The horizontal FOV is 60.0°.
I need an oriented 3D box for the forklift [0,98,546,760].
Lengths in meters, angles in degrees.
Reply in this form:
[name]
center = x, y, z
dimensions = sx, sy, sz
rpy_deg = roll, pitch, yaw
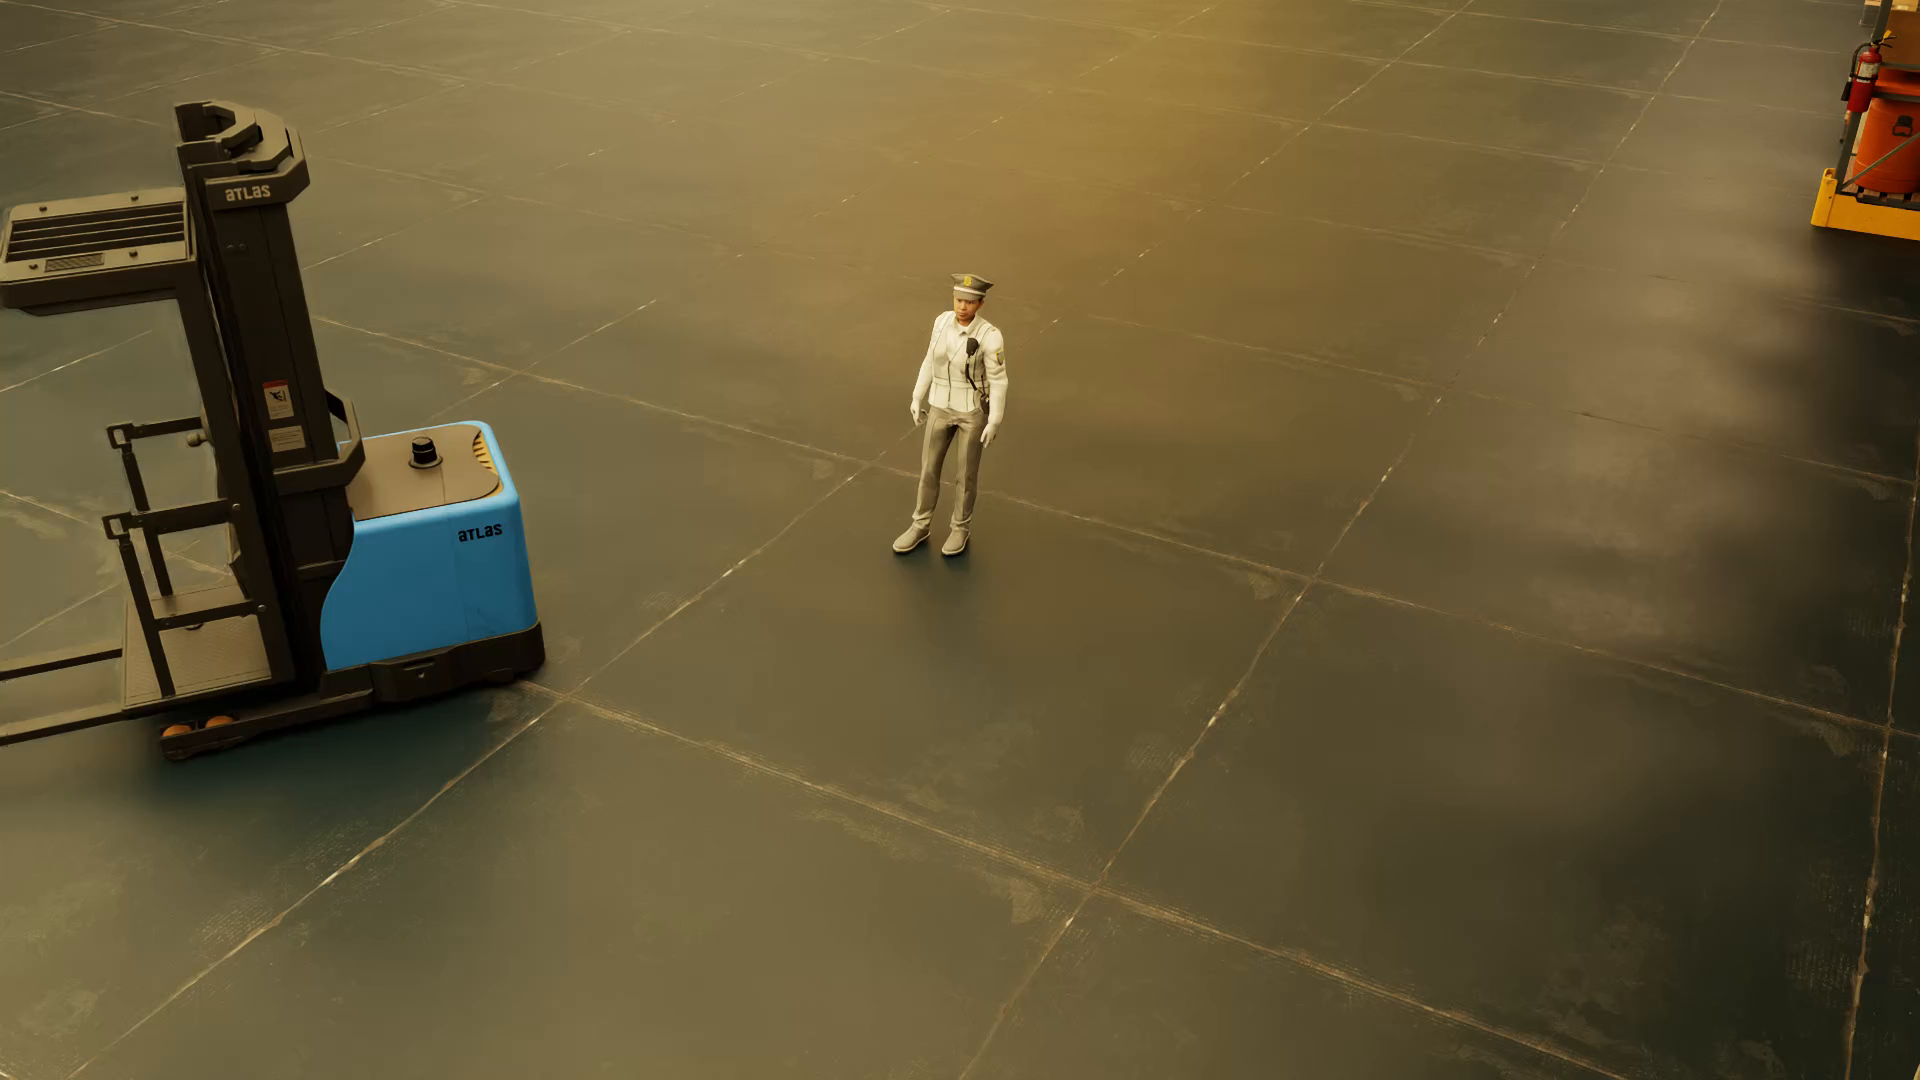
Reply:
[forklift]
center = -3.754, -0.496, 7.929
dimensions = 3.031, 2.935, 1.130
rpy_deg = -12, 32, -20

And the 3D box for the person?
[person]
center = -0.039, -0.712, 9.527
dimensions = 0.588, 1.695, 0.531
rpy_deg = 15, 33, 25
